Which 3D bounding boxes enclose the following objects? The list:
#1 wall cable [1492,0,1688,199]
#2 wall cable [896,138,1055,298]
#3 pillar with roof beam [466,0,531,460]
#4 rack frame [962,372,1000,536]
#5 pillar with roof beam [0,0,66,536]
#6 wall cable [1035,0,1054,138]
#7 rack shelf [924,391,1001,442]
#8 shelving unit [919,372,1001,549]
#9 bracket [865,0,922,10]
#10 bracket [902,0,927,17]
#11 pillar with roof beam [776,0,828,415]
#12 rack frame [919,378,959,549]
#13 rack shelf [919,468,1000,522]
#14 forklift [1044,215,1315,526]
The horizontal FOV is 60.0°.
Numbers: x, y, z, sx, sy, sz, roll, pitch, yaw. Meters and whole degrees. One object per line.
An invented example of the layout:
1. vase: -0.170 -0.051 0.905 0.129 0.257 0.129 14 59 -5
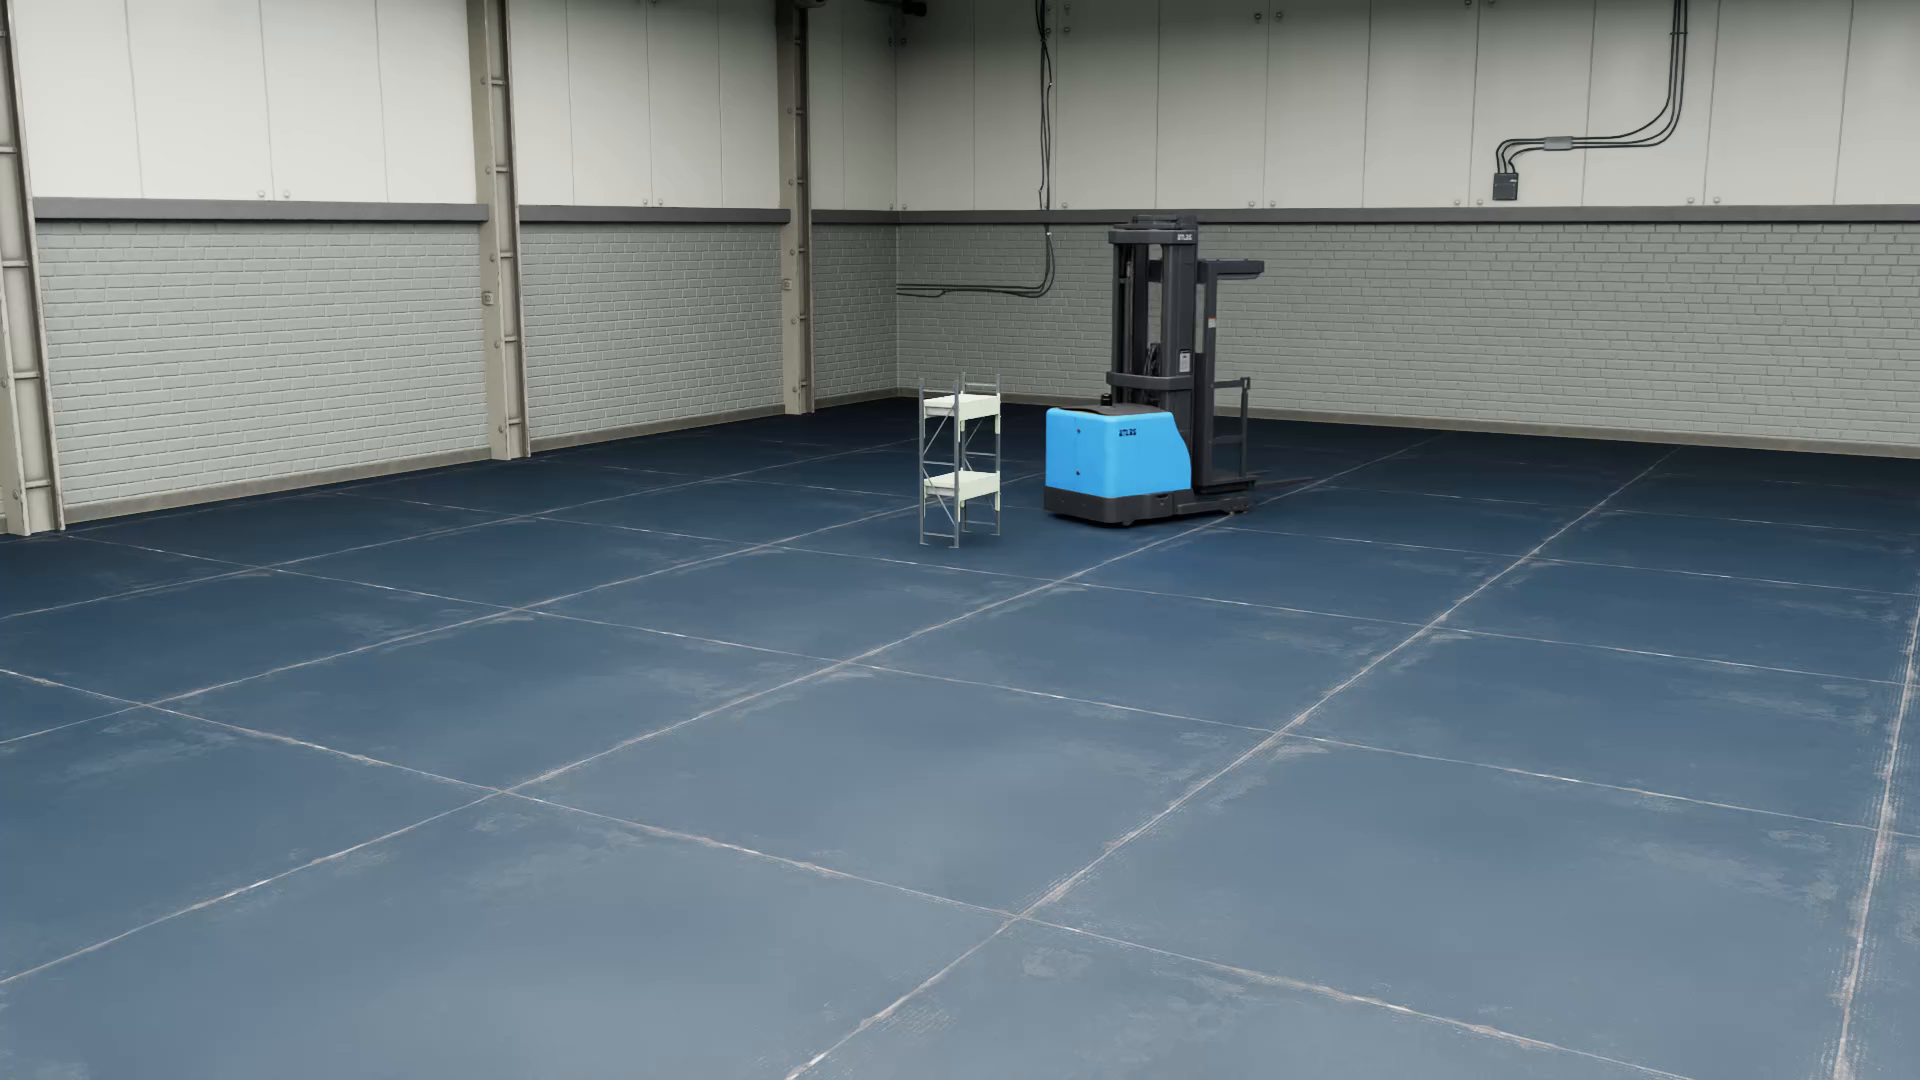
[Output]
1. wall cable: 8.272 -7.495 21.587 2.305 6.003 0.169 6 12 31
2. wall cable: 0.166 -5.206 27.044 3.097 2.526 0.112 6 12 31
3. pillar with roof beam: -1.929 -5.041 17.721 9.100 9.000 0.400 6 12 31
4. rack frame: 0.193 -0.796 15.425 0.400 1.500 0.023 6 12 31
5. pillar with roof beam: -5.044 -4.097 12.680 9.100 9.000 0.400 6 12 31
6. wall cable: 2.478 -7.430 25.199 3.097 2.526 0.112 6 12 31
7. rack shelf: 0.003 -1.122 15.046 0.431 0.370 0.720 6 12 31
8. shelving unit: 0.003 -0.738 15.118 0.431 1.500 0.755 6 12 31
9. bracket: -1.051 -8.476 26.289 0.076 0.066 3.189 6 12 31
10. bracket: -0.744 -8.569 26.785 0.235 0.232 0.430 6 12 31
11. pillar with roof beam: 1.186 -5.984 22.761 9.100 9.000 0.548 6 12 31
12. rack frame: -0.187 -0.681 14.810 0.400 1.500 0.023 6 12 31
13. rack shelf: 0.003 -0.418 15.178 0.431 0.370 0.720 6 12 31
14. forklift: 2.325 -1.764 16.707 3.031 2.935 1.130 -8 13 -35
